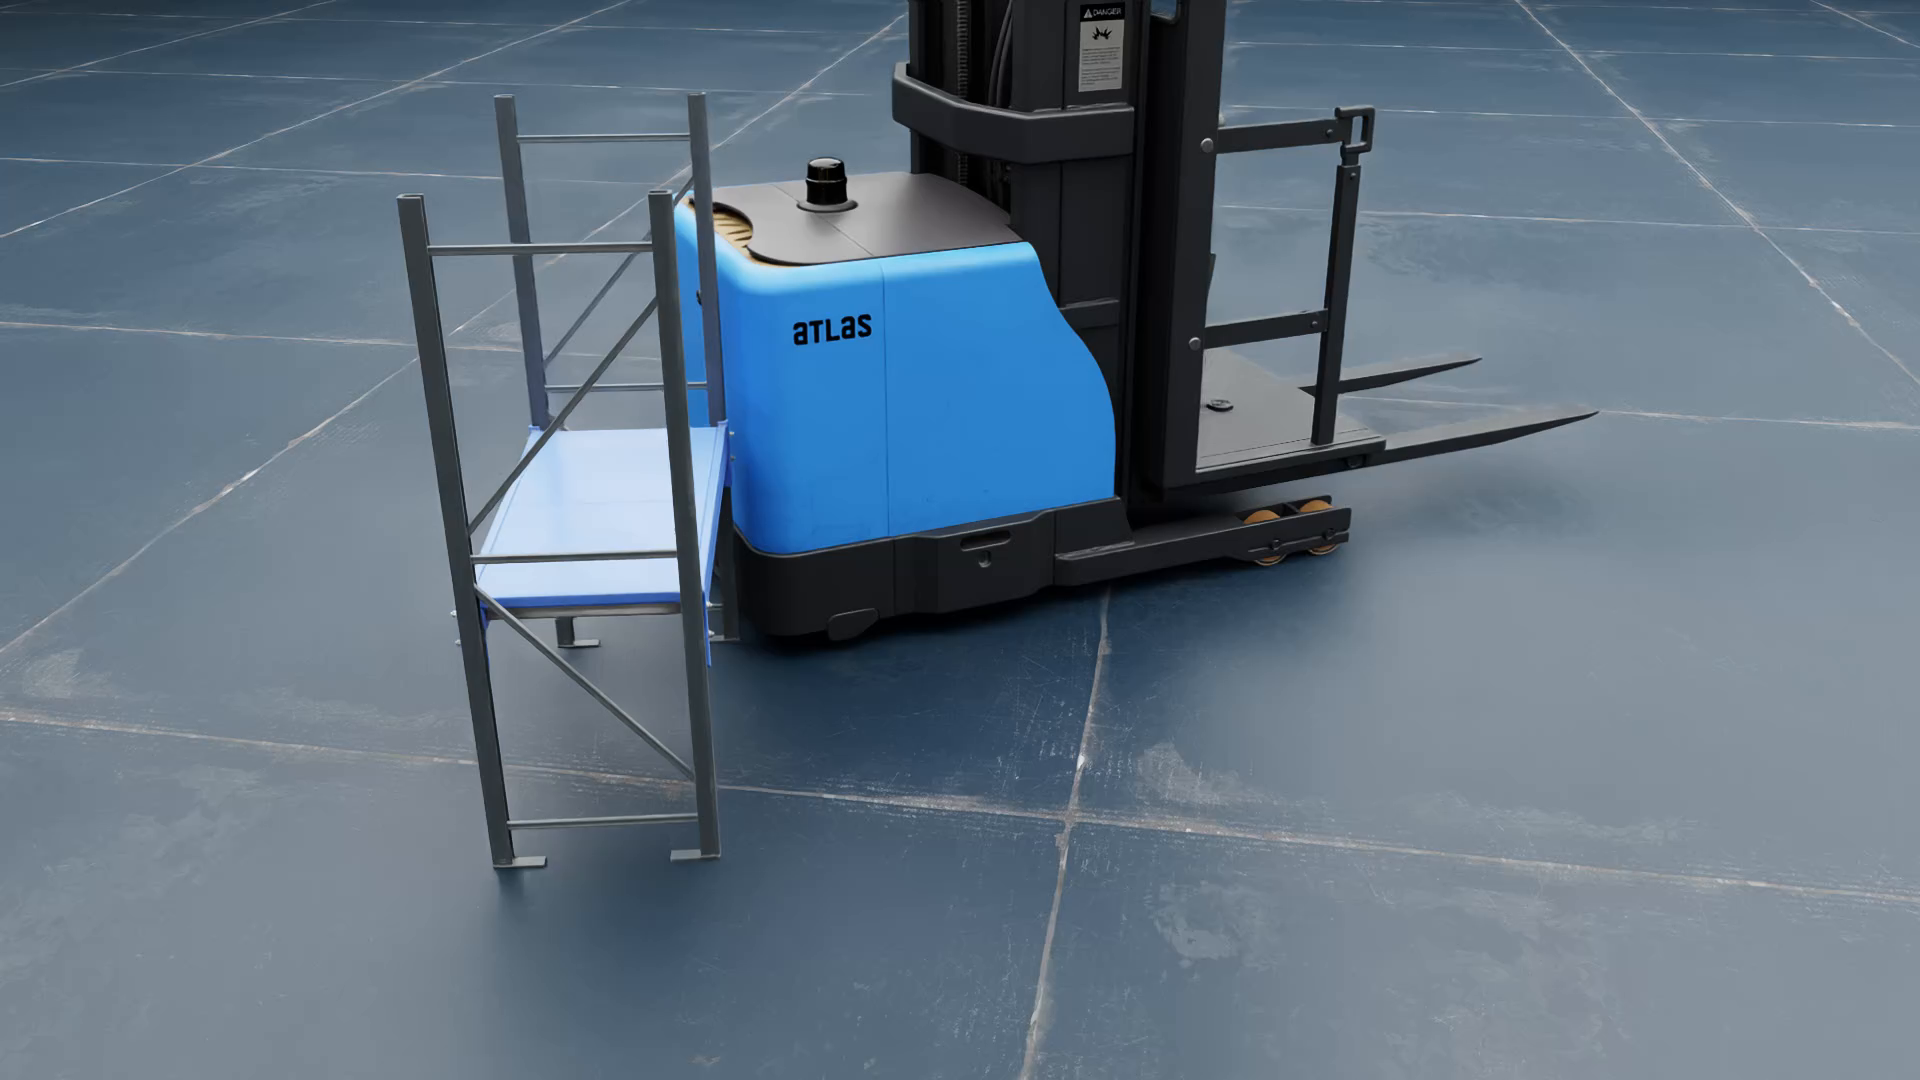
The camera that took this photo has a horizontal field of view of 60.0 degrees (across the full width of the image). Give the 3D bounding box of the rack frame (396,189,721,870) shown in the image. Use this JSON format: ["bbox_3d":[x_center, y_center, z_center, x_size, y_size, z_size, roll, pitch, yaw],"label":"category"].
[{"bbox_3d":[-0.787,0.037,3.401,0.500,1.500,0.032,-2,25,-4],"label":"rack frame"}]

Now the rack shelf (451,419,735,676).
[{"bbox_3d":[-0.826,-0.015,3.937,0.538,0.185,1.000,-2,25,-4],"label":"rack shelf"}]

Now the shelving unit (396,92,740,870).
[{"bbox_3d":[-0.826,-0.178,3.860,0.538,1.500,1.048,-2,25,-4],"label":"shelving unit"}]

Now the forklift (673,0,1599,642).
[{"bbox_3d":[0.657,-1.443,4.876,3.031,2.935,1.130,-10,27,-21],"label":"forklift"}]

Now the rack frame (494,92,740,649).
[{"bbox_3d":[-0.865,-0.392,4.319,0.500,1.500,0.032,-2,25,-4],"label":"rack frame"}]
